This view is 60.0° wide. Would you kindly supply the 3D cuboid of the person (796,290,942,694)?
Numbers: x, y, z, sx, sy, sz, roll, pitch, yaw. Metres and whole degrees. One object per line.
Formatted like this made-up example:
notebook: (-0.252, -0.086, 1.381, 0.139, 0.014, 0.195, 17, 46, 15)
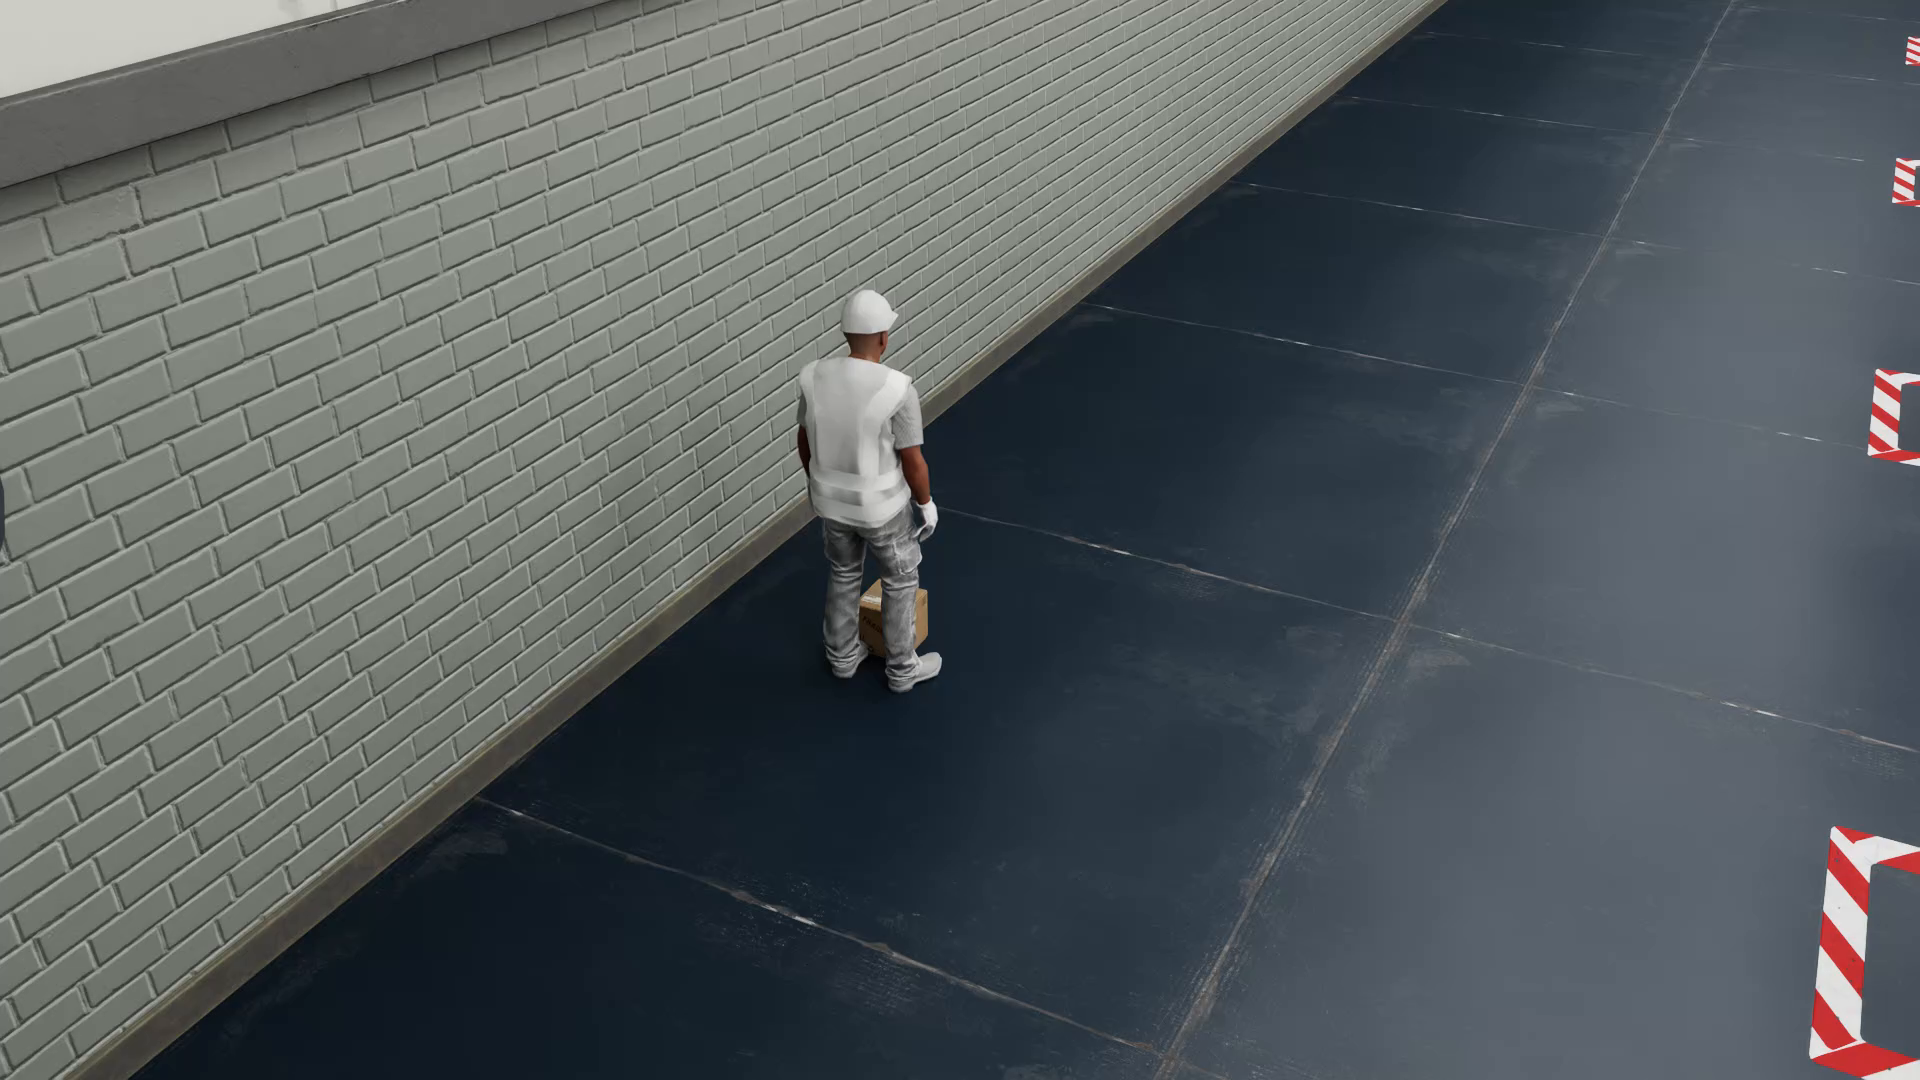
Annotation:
person: (-0.384, -0.182, 7.008, 0.617, 1.774, 0.449, 14, 33, 24)
